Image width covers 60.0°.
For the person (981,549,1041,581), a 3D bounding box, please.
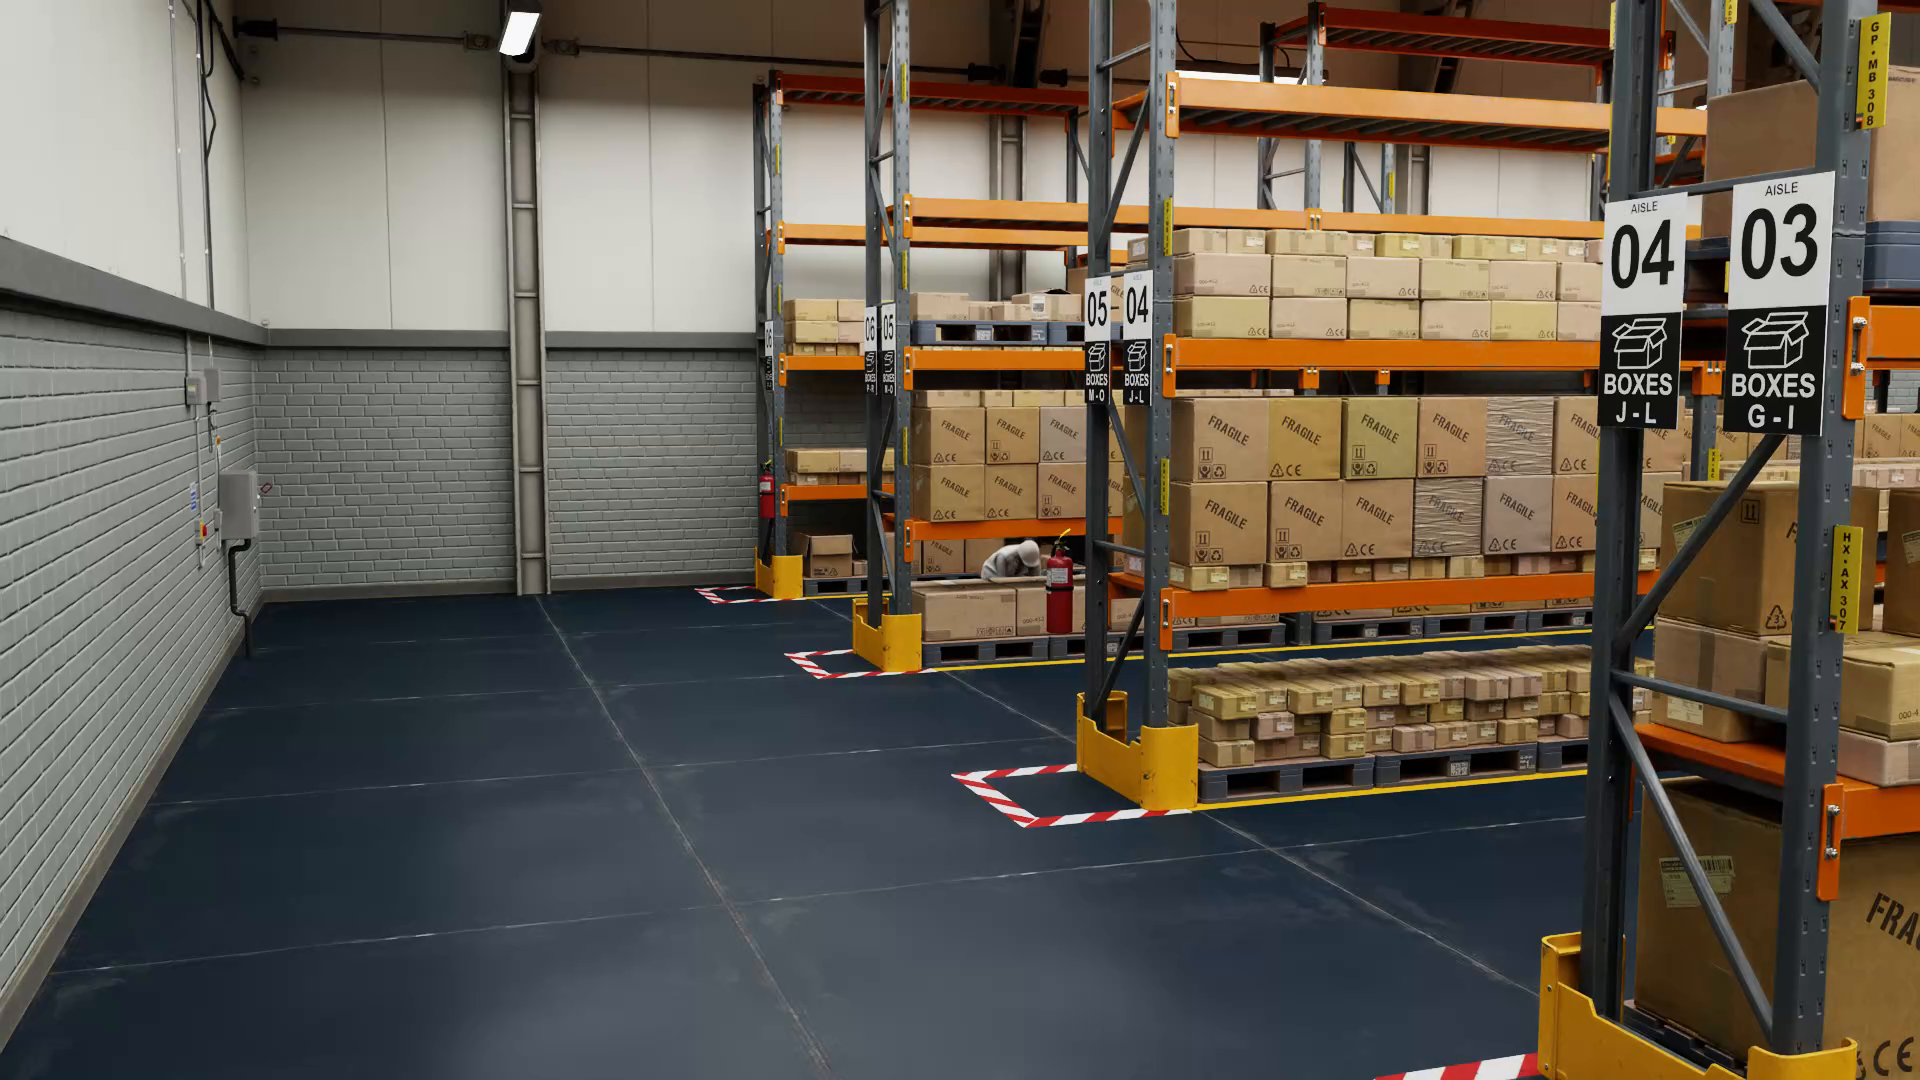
[{"bbox_3d":[0.559,0.492,17.399,0.527,0.865,0.944,-2,6,-19],"label":"person"}]
